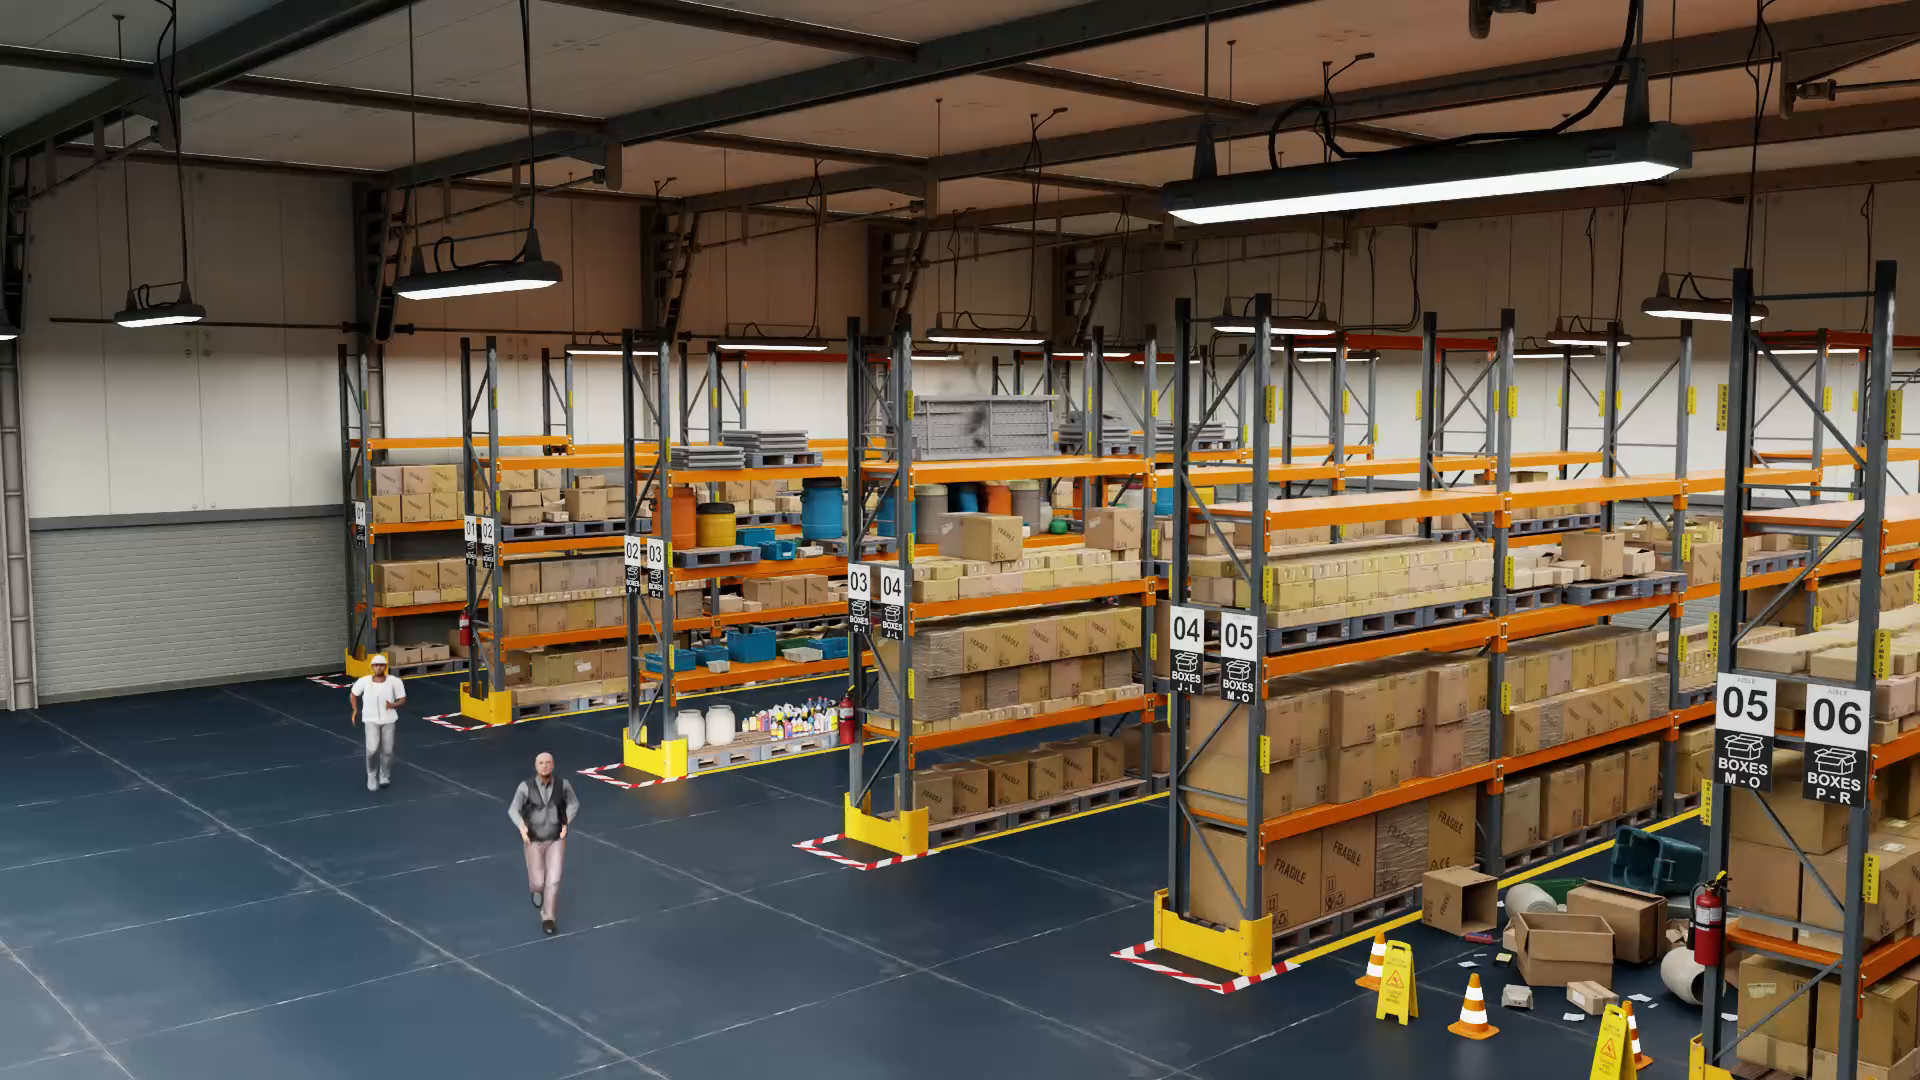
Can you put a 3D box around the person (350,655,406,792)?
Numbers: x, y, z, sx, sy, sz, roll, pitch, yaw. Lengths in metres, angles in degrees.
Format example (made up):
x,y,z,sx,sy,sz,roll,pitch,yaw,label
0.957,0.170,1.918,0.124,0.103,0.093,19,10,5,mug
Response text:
x,y,z,sx,sy,sz,roll,pitch,yaw,label
-7.506,2.364,21.496,0.674,1.769,0.697,-2,6,-22,person

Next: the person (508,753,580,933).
x,y,z,sx,sy,sz,roll,pitch,yaw,label
-3.996,2.886,16.034,0.675,1.688,0.762,-2,5,-19,person
